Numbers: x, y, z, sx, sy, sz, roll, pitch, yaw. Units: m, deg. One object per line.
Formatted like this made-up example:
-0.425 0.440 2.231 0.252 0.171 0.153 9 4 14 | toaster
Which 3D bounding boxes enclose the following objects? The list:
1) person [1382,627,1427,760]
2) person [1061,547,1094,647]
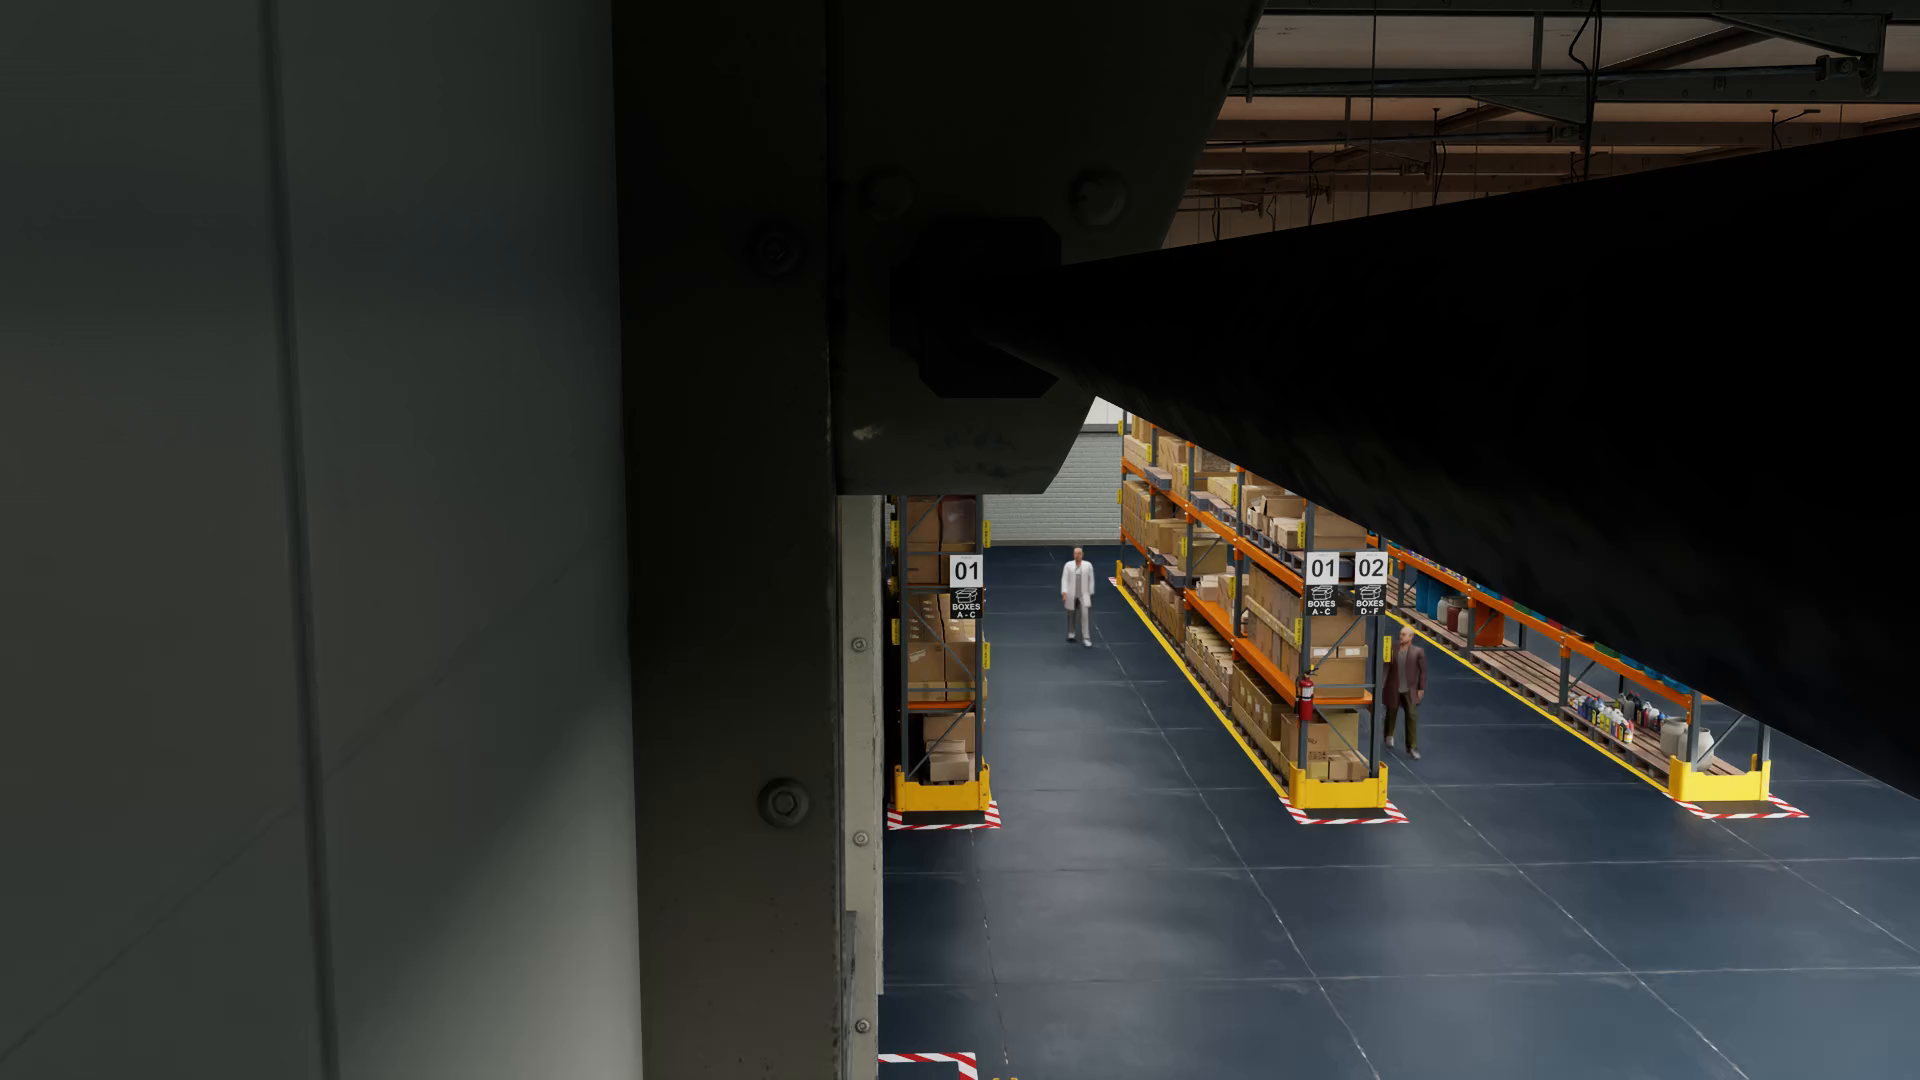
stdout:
6.127 2.078 23.026 0.685 1.749 1.007 0 8 -1 | person
2.148 1.003 30.229 0.641 1.727 1.048 -1 8 -5 | person
